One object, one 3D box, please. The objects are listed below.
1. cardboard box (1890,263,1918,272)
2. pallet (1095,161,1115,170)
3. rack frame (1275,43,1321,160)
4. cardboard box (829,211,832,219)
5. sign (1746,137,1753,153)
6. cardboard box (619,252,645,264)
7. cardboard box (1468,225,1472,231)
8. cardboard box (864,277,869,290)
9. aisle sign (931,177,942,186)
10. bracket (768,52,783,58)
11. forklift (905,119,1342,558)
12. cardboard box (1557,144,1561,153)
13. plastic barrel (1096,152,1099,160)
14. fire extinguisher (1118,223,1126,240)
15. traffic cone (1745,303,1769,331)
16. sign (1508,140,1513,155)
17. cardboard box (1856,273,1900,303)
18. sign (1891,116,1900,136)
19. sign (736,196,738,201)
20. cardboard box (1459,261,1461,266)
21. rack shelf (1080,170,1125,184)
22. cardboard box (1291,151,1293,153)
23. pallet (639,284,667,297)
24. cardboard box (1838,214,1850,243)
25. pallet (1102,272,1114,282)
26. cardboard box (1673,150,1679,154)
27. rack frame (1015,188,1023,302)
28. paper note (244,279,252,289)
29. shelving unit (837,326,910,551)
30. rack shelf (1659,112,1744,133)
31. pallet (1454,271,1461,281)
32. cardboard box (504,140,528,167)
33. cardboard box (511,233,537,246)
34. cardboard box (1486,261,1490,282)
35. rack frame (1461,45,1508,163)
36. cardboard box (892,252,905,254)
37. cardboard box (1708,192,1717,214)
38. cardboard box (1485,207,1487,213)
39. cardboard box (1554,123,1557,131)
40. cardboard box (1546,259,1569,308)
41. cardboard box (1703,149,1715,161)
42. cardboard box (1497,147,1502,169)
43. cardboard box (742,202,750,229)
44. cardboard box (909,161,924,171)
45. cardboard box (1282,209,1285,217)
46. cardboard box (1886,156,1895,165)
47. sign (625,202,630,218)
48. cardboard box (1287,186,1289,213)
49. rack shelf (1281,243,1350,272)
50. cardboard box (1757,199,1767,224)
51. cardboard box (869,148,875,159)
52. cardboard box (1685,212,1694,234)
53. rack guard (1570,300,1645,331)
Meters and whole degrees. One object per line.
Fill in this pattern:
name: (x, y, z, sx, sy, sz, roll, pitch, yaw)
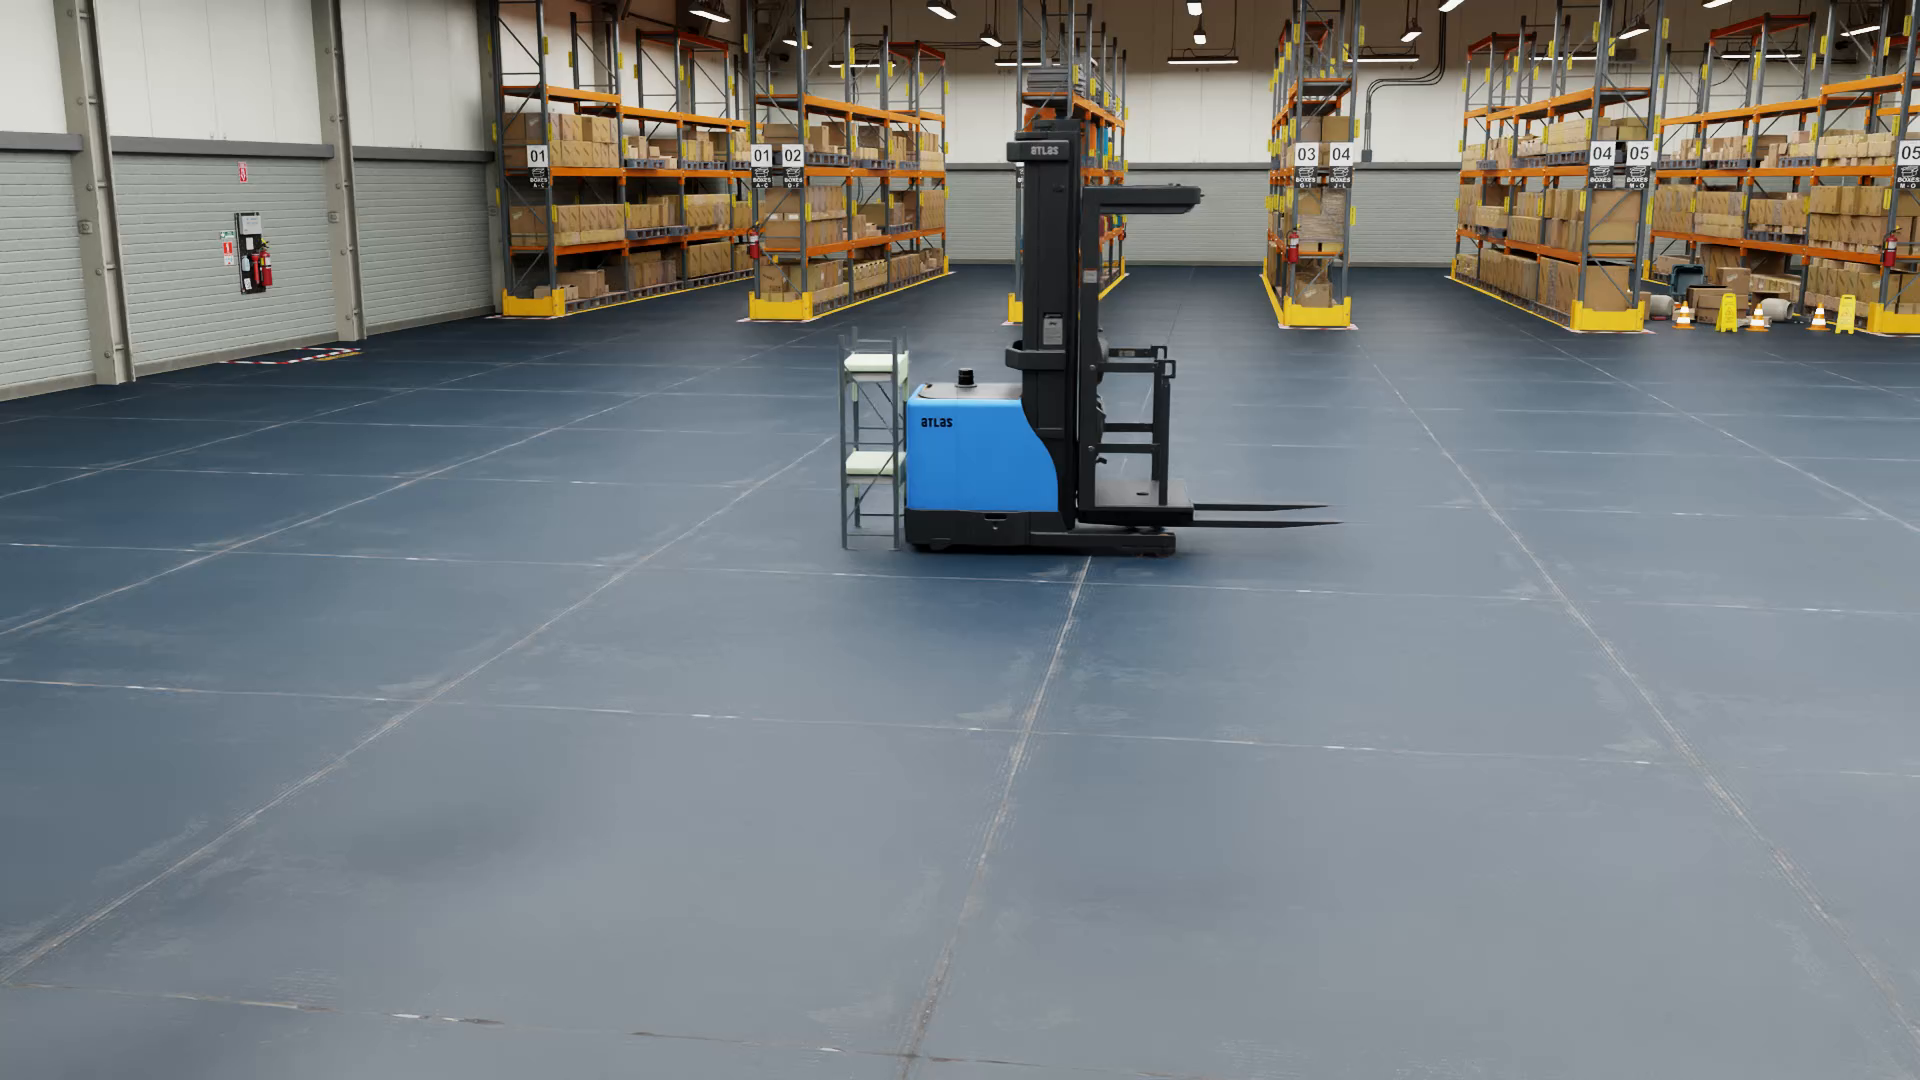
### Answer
cardboard box: (23.054, -6.649, 40.663, 0.700, 0.500, 0.500, 1, 12, 7)
pallet: (3.169, -8.963, 39.793, 1.003, 0.211, 1.213, 2, 12, 9)
rack frame: (8.259, -10.764, 40.580, 1.000, 3.000, 0.127, 2, 12, 9)
cardboard box: (-2.786, -6.526, 33.377, 0.380, 0.149, 0.250, 2, 12, 10)
sign: (16.889, -8.455, 35.571, 0.100, 0.325, 0.005, 2, 12, 9)
cardboard box: (-7.417, -6.361, 37.499, 0.500, 0.250, 0.500, 2, 12, 7)
cardboard box: (13.126, -7.922, 42.227, 0.380, 0.149, 0.250, 2, 12, 10)
cardboard box: (-2.296, -5.639, 36.569, 0.500, 0.250, 0.500, 1, 12, 7)
aisle sign: (-0.601, -10.261, 46.314, 0.394, 0.787, 0.004, 2, 12, 9)
bracket: (-5.560, -14.873, 51.103, 0.076, 0.066, 3.189, 2, 12, 9)
forklift: (1.156, -1.427, 11.658, 3.031, 2.935, 1.130, 1, 12, 4)
cardboard box: (11.368, -7.305, 31.013, 0.380, 0.149, 0.250, 2, 12, 8)
plastic barrel: (3.140, -8.968, 38.738, 0.294, 0.245, 0.294, 0, 12, 0)
fire extinguisher: (4.452, -8.621, 45.945, 0.296, 0.674, 0.183, 2, 12, 9)
traffic cone: (13.848, -3.869, 28.846, 0.336, 0.463, 0.334, 2, 12, 9)
sign: (11.993, -8.554, 36.218, 0.100, 0.325, 0.005, 2, 12, 9)
cardboard box: (16.071, -4.415, 29.110, 0.500, 0.500, 0.500, 2, 12, 9)
sign: (15.660, -6.934, 27.824, 0.100, 0.325, 0.005, 2, 12, 9)
sign: (-6.357, -9.627, 47.299, 0.100, 0.325, 0.005, 2, 12, 9)
cardboard box: (13.327, -7.283, 43.733, 0.380, 0.149, 0.250, 2, 12, 8)
rack shelf: (3.673, -9.523, 43.648, 1.077, 0.370, 4.000, 2, 12, 9)
cardboard box: (6.355, -7.260, 30.849, 0.380, 0.149, 0.250, 1, 12, 6)
pallet: (-7.351, -5.701, 37.946, 1.003, 0.211, 1.213, 2, 12, 9)
cardboard box: (16.275, -5.641, 30.107, 0.500, 0.500, 0.500, 2, 12, 9)
pallet: (3.440, -6.783, 42.966, 1.003, 0.211, 1.213, 2, 12, 9)
cardboard box: (18.686, -9.893, 42.782, 0.500, 0.250, 0.500, 1, 12, 3)
rack frame: (1.519, -5.494, 30.365, 1.000, 3.000, 0.127, 2, 12, 9)
paper note: (-10.453, -3.761, 24.416, 0.016, 0.148, 0.142, 2, 12, 9)
shelving unit: (-0.605, -0.740, 11.867, 0.431, 1.500, 0.755, 1, 12, 4)
rack shelf: (18.359, -10.312, 41.140, 1.077, 0.370, 4.000, 2, 12, 9)
pallet: (13.588, -6.935, 43.673, 1.003, 0.211, 1.213, 2, 12, 9)
cardboard box: (-8.456, -7.435, 31.967, 0.500, 0.500, 0.500, 3, 12, 13)
cardboard box: (-8.389, -5.855, 32.349, 0.500, 0.250, 0.500, 2, 12, 9)
cardboard box: (12.622, -6.268, 38.894, 0.500, 0.500, 0.500, 2, 12, 10)
rack frame: (13.760, -11.415, 43.600, 1.000, 3.000, 0.127, 2, 12, 9)
cardboard box: (-1.722, -7.274, 43.515, 0.500, 0.500, 0.500, 2, 12, 9)
cardboard box: (17.569, -7.754, 38.245, 0.500, 0.500, 0.500, 2, 12, 7)
cardboard box: (12.431, -7.687, 38.728, 0.380, 0.149, 0.250, 2, 12, 11)
cardboard box: (11.445, -7.801, 31.421, 0.380, 0.149, 0.250, 2, 12, 8)
cardboard box: (11.613, -4.834, 31.352, 0.875, 0.875, 0.875, 2, 12, 9)
cardboard box: (17.628, -9.023, 38.945, 0.396, 0.266, 0.258, 2, 12, 8)
cardboard box: (12.511, -8.668, 37.735, 0.500, 0.500, 0.500, 2, 12, 9)
cardboard box: (-6.207, -8.724, 44.640, 0.980, 0.700, 0.700, 2, 12, 7)
cardboard box: (-1.210, -9.639, 42.837, 0.500, 0.250, 0.500, 2, 12, 9)
cardboard box: (7.204, -6.786, 35.118, 0.797, 0.503, 0.637, 3, 13, 14)
cardboard box: (15.984, -6.439, 28.228, 0.380, 0.149, 0.250, 2, 12, 9)
sign: (-7.117, -7.055, 35.553, 0.100, 0.325, 0.005, 2, 12, 9)
cardboard box: (6.555, -6.555, 31.975, 0.500, 0.500, 0.500, 2, 12, 9)
rack shelf: (6.721, -5.398, 31.628, 1.077, 0.370, 4.000, 2, 12, 9)
cardboard box: (17.065, -6.882, 34.868, 0.500, 0.500, 0.500, 3, 12, 12)
cardboard box: (-2.221, -8.713, 37.541, 0.500, 0.250, 0.500, 2, 12, 10)
cardboard box: (17.870, -7.664, 40.198, 0.500, 0.500, 0.500, 2, 12, 9)
rack guard: (11.295, -3.925, 29.018, 1.175, 0.500, 0.348, 2, 12, 9)
